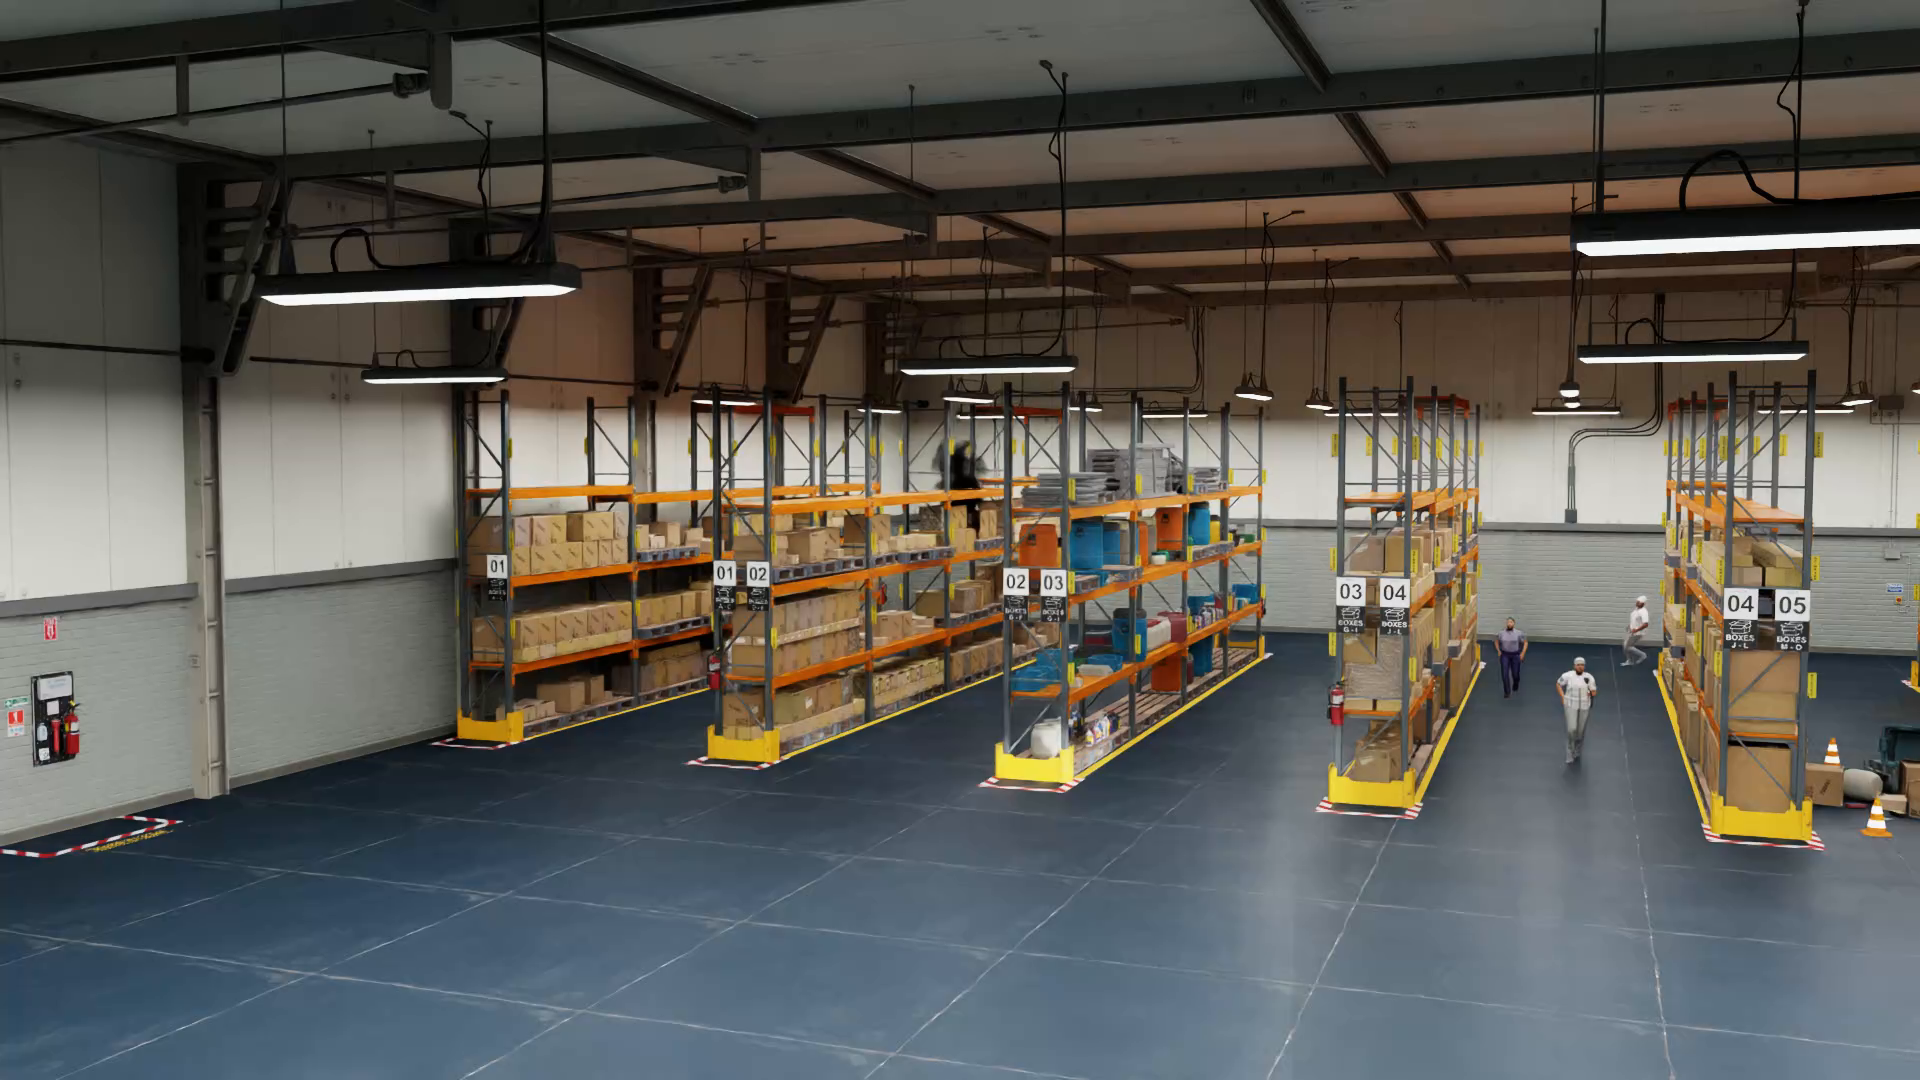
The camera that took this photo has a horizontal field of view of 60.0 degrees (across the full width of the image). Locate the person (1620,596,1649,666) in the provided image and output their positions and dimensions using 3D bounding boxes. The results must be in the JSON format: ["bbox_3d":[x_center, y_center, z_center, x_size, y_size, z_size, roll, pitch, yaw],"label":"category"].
[{"bbox_3d":[15.411,2.095,37.976,0.566,1.652,0.761,1,3,18],"label":"person"}]

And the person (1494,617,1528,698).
[{"bbox_3d":[11.095,2.358,33.507,0.644,1.606,0.590,1,3,23],"label":"person"}]

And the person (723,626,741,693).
[{"bbox_3d":[-4.238,2.434,31.619,0.572,1.653,0.617,0,3,9],"label":"person"}]

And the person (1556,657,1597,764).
[{"bbox_3d":[9.873,2.723,26.590,0.581,1.716,0.729,0,3,7],"label":"person"}]
